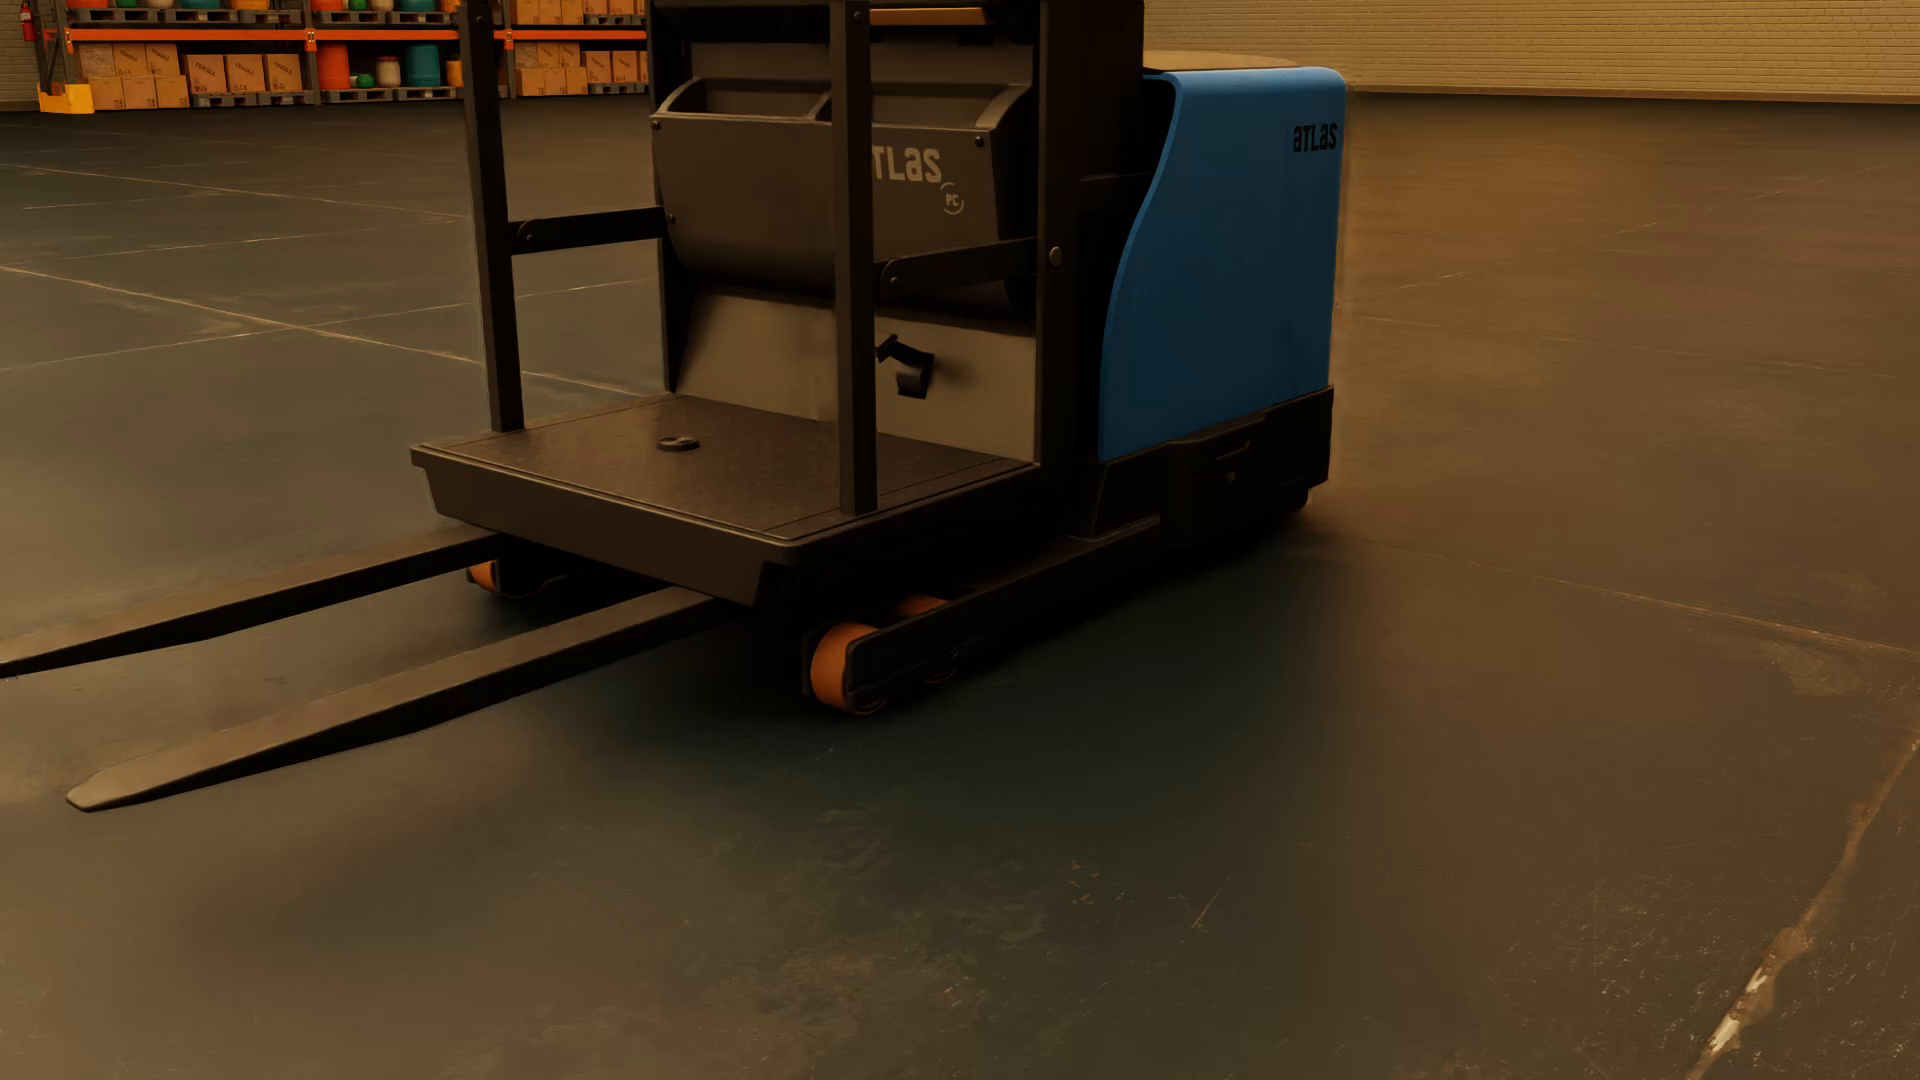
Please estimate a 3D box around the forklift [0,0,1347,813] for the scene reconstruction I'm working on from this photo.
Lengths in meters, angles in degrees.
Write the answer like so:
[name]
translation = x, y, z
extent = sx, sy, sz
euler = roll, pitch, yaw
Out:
[forklift]
translation = -0.390, -1.255, 3.032
extent = 1.130, 2.935, 3.031
euler = 13, 21, 37
